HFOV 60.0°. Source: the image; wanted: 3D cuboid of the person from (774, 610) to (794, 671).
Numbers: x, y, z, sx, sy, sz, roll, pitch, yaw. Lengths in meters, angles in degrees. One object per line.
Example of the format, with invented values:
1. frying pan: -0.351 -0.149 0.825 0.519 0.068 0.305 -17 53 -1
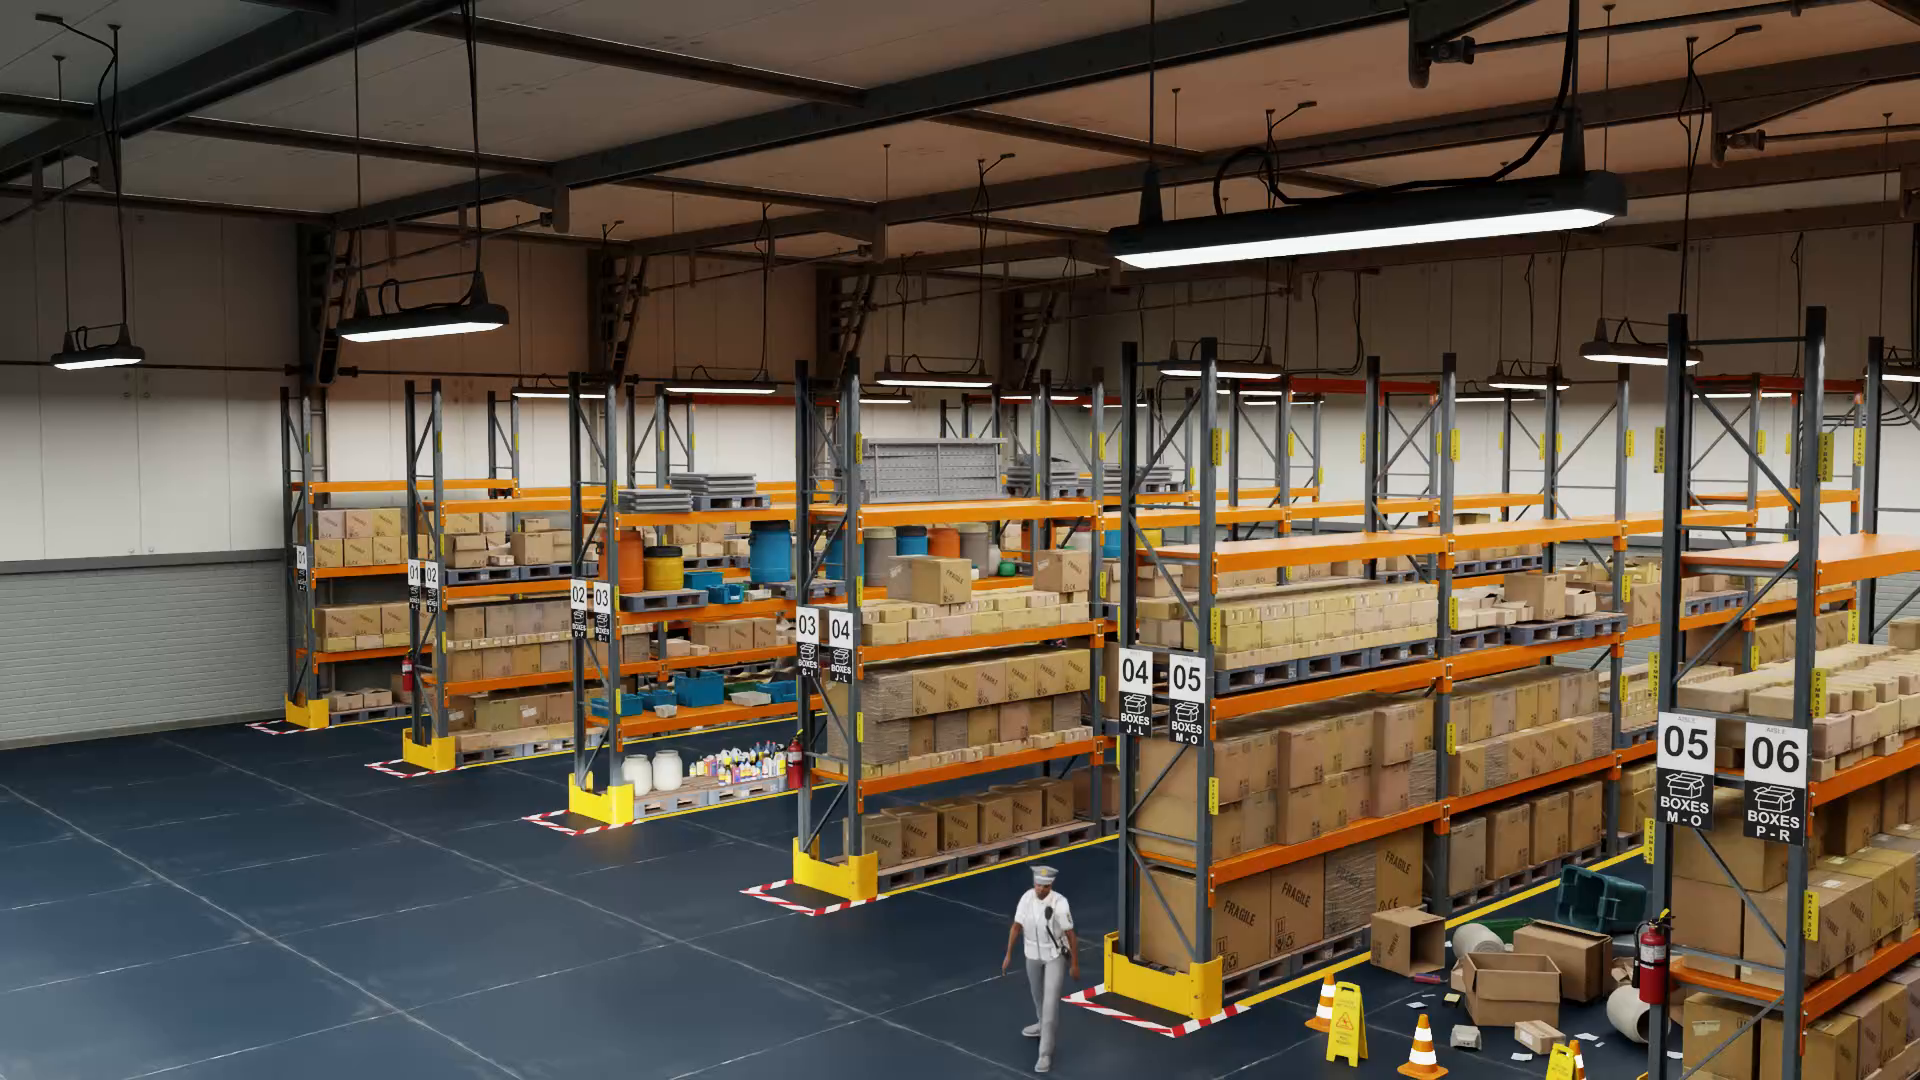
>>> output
1. person: -3.505 2.213 32.857 0.781 1.747 0.730 -1 4 -9

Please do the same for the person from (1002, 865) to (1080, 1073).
1. person: 0.692 3.470 13.824 0.627 1.623 0.871 2 4 29
